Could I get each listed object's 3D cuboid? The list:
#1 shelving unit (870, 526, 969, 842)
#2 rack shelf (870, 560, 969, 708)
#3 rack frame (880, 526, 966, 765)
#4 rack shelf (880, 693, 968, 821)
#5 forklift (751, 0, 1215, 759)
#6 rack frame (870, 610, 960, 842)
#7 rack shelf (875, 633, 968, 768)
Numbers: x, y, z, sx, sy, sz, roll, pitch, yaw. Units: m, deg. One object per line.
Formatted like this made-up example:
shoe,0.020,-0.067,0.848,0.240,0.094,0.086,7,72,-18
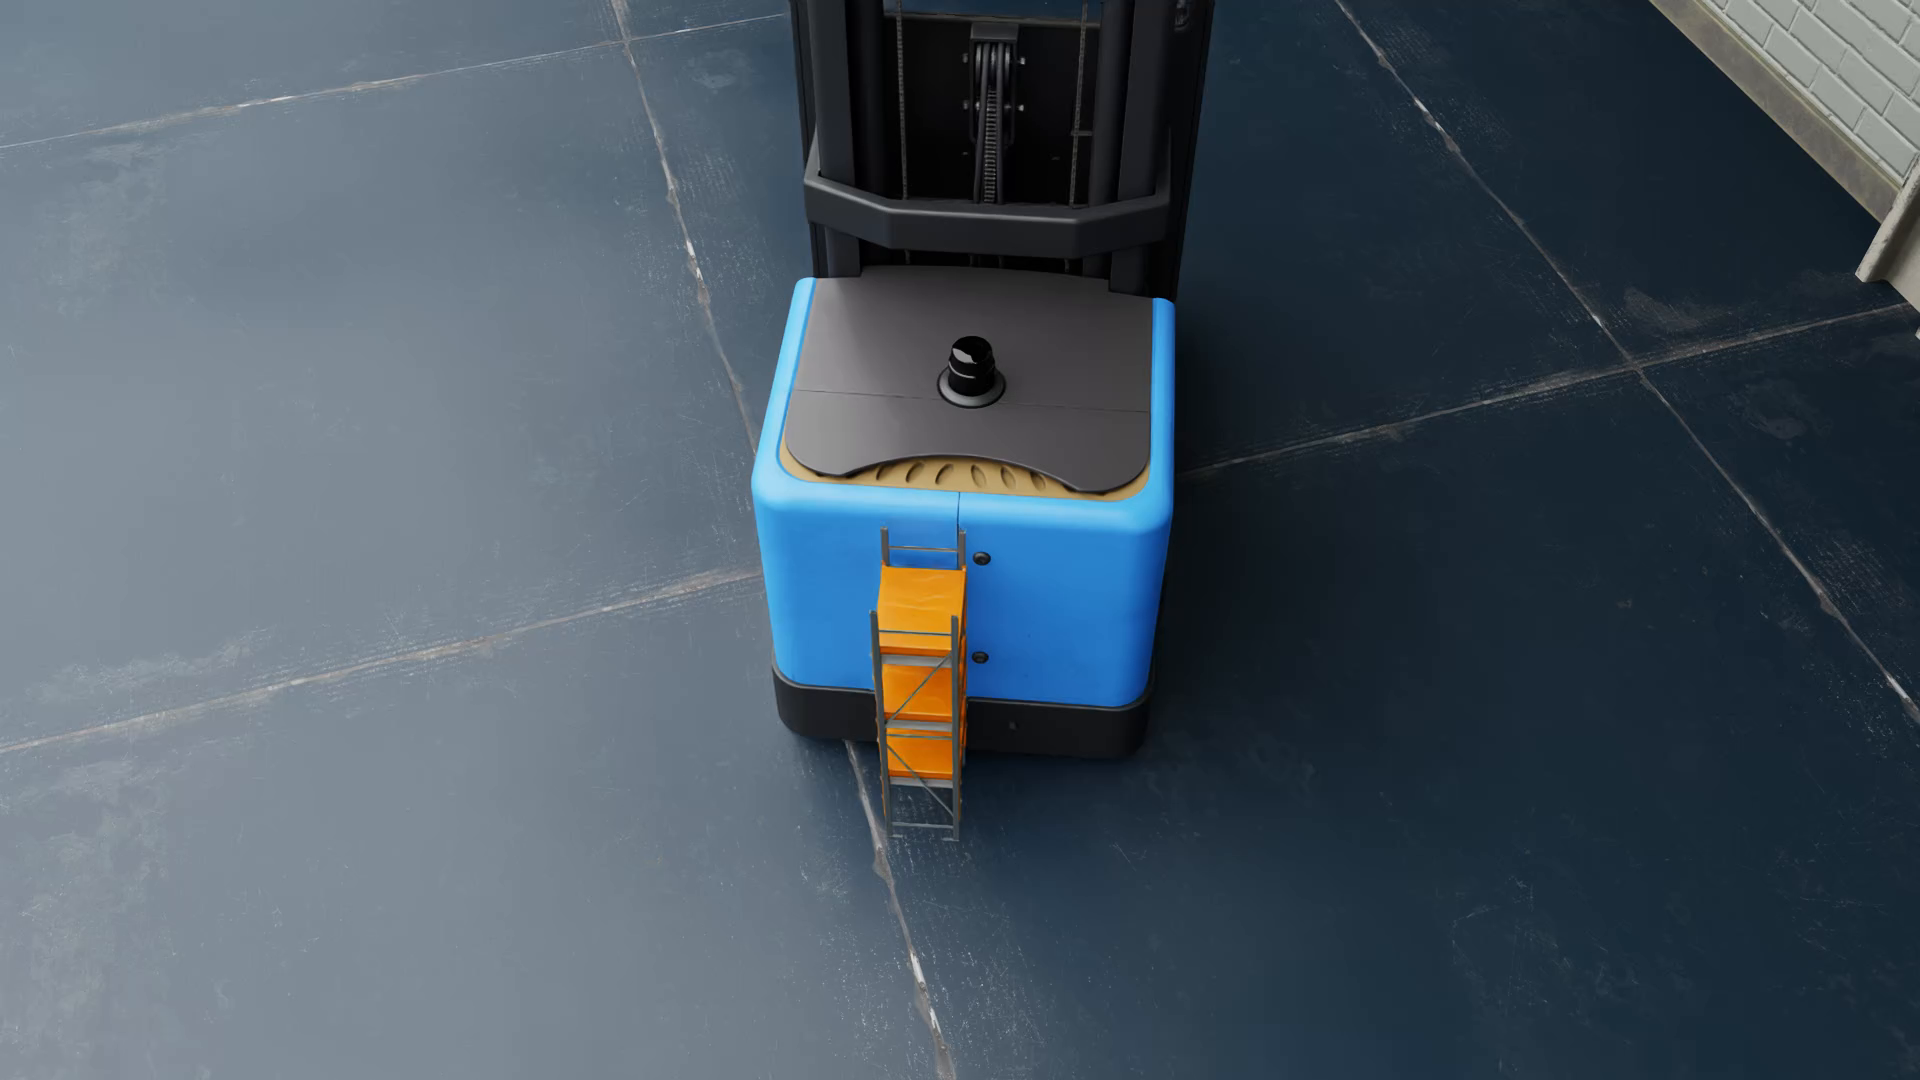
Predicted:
shelving unit,-0.094,0.397,4.224,0.215,1.050,0.252,3,52,3
rack shelf,-0.094,0.227,4.009,0.215,0.259,0.240,3,52,3
rack frame,-0.085,0.302,4.299,0.200,1.050,0.008,3,52,3
rack shelf,-0.093,0.576,4.450,0.215,0.259,0.240,3,52,3
forklift,0.127,-1.468,4.570,1.130,2.935,3.031,4,50,3
rack frame,-0.102,0.492,4.148,0.200,1.050,0.008,3,52,3
rack shelf,-0.094,0.404,4.232,0.215,0.259,0.240,3,52,3
